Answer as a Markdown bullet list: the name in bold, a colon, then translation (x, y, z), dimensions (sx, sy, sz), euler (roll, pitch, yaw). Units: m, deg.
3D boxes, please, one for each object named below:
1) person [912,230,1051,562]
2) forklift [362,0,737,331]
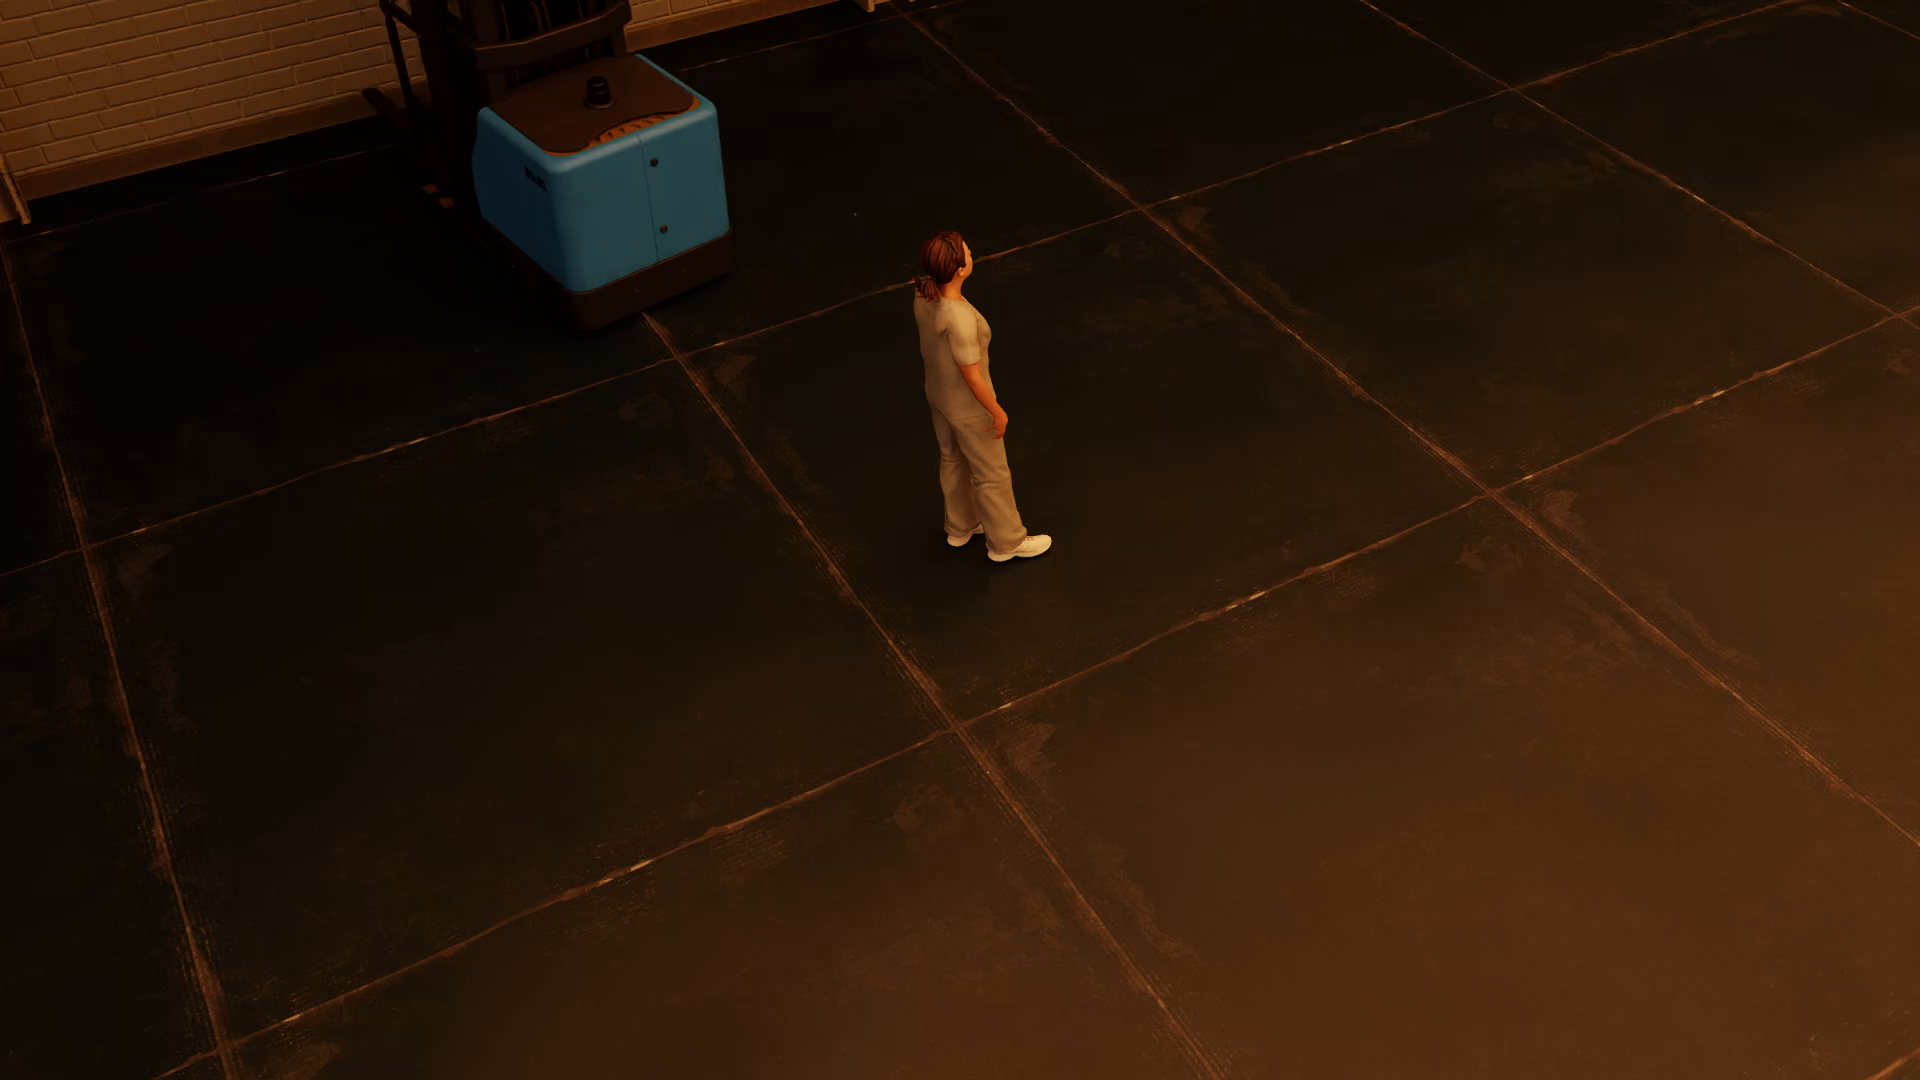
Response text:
- **person**: translation (0.070, -0.637, 7.297), dimensions (0.549, 1.675, 0.550), euler (-21, 47, -21)
- **forklift**: translation (-2.597, -3.137, 9.081), dimensions (1.130, 2.935, 3.031), euler (-30, 50, -28)
